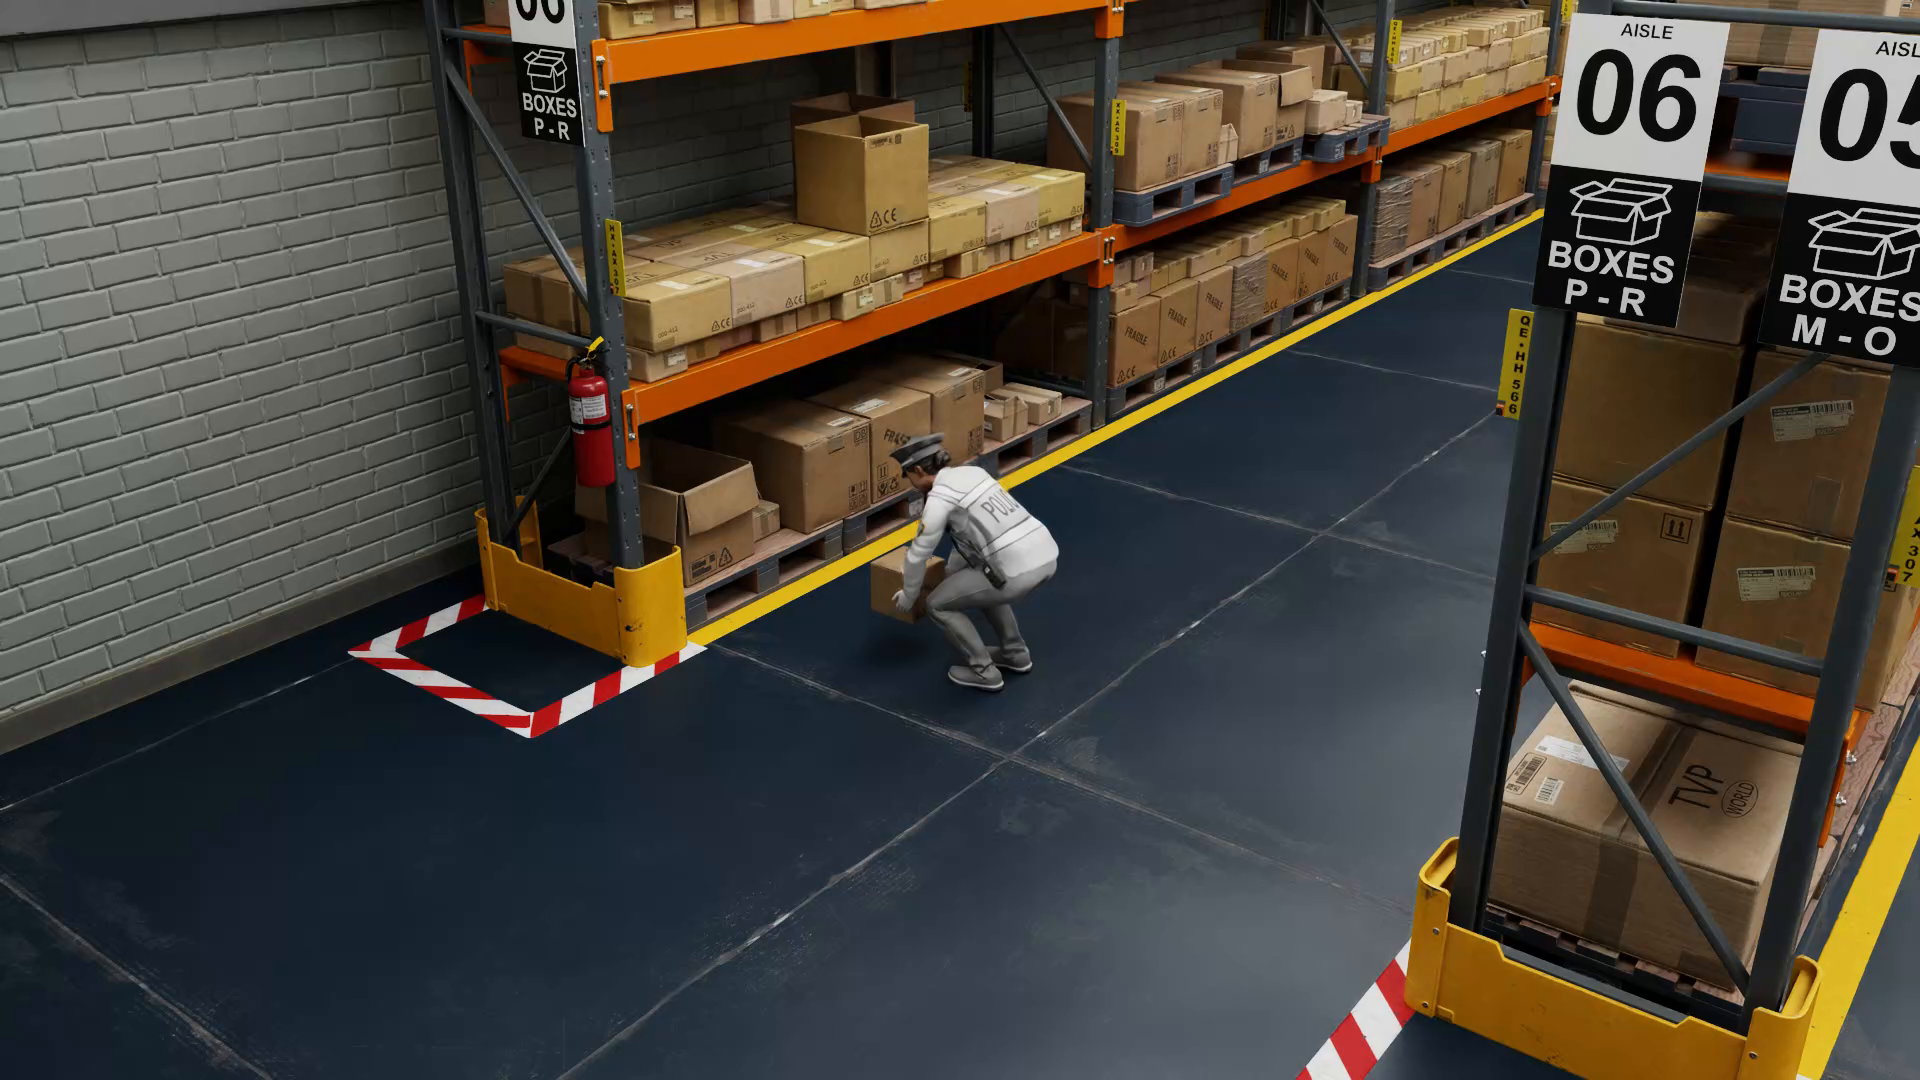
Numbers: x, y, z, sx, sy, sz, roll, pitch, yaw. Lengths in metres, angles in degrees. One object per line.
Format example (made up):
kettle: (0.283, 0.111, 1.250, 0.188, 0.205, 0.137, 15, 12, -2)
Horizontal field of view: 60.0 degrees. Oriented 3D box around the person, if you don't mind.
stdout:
person: (0.040, 0.096, 7.542, 0.802, 1.139, 0.516, 17, 29, 33)
